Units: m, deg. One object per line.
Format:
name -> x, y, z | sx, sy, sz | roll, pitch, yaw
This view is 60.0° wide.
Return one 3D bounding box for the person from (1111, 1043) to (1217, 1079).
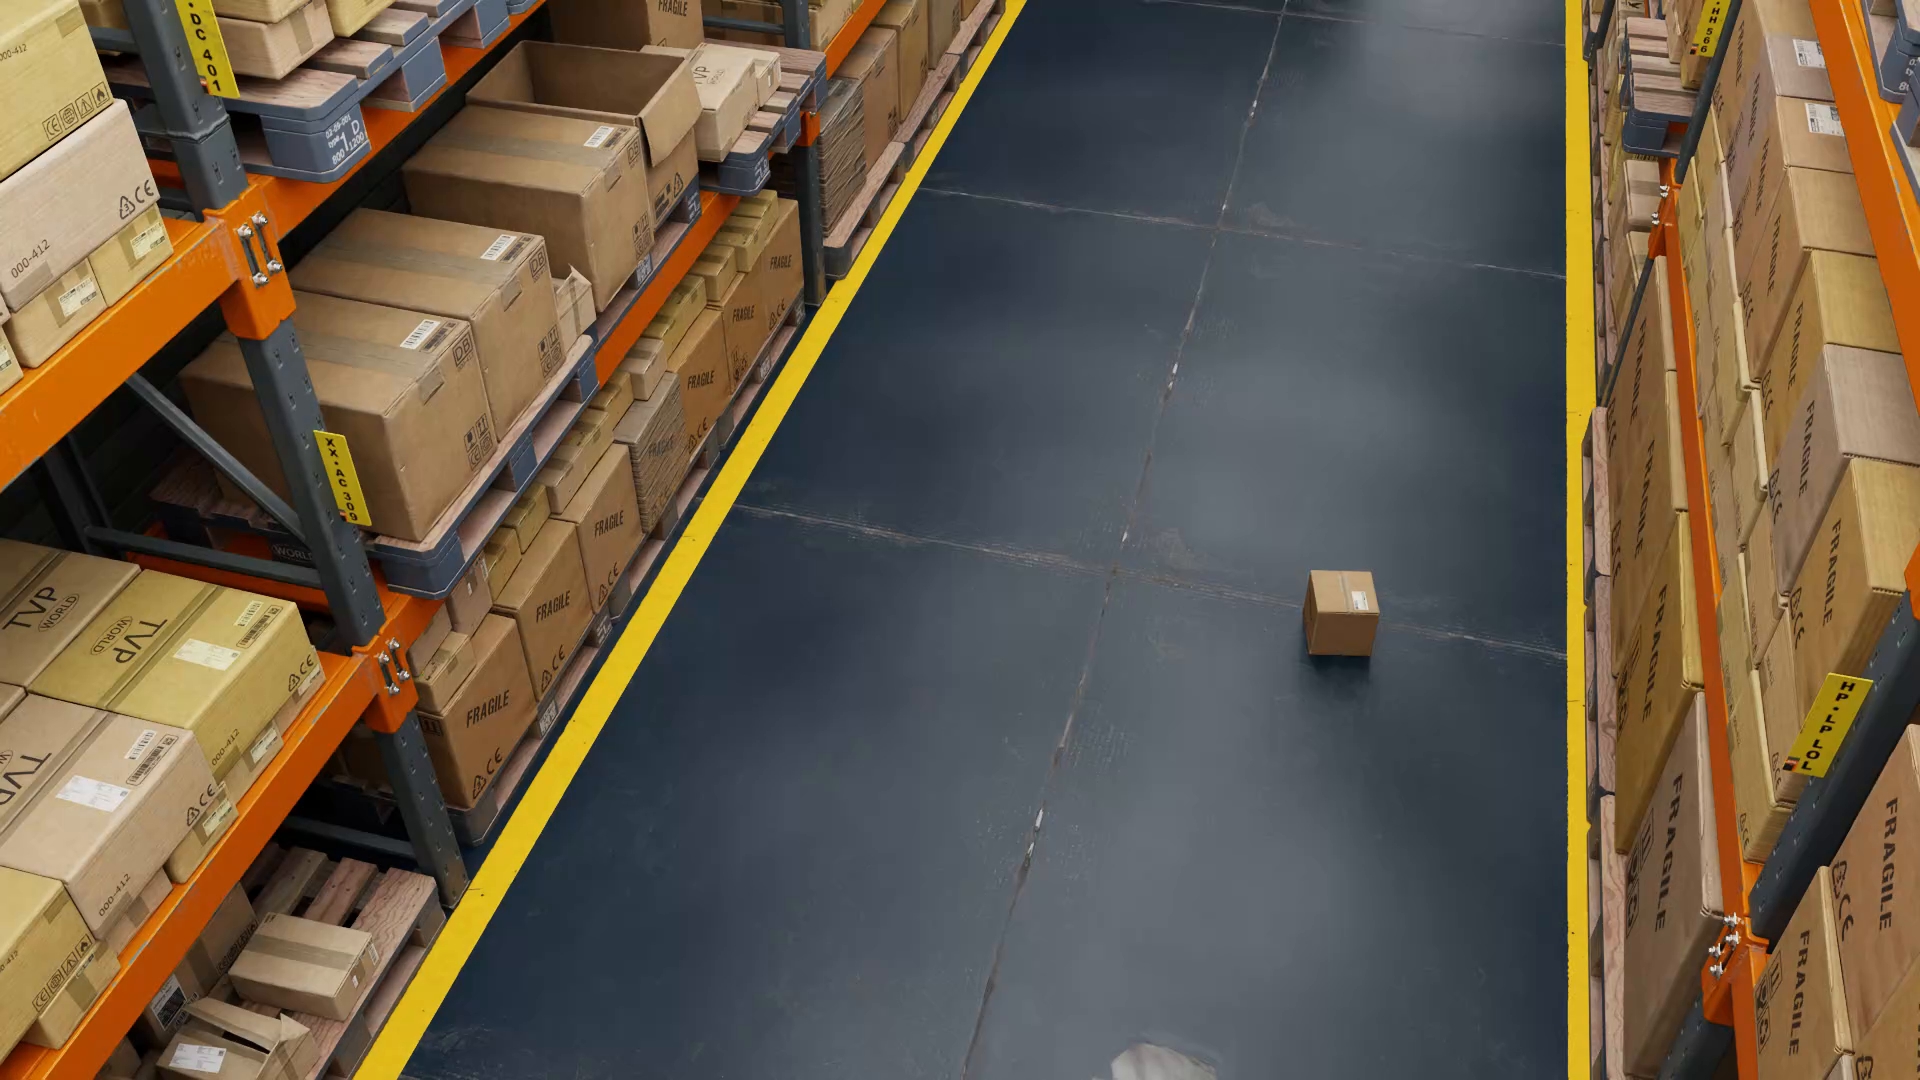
person -> 0.448, 1.810, 4.068 | 0.489, 1.638, 1.001 | 5, 41, 5
